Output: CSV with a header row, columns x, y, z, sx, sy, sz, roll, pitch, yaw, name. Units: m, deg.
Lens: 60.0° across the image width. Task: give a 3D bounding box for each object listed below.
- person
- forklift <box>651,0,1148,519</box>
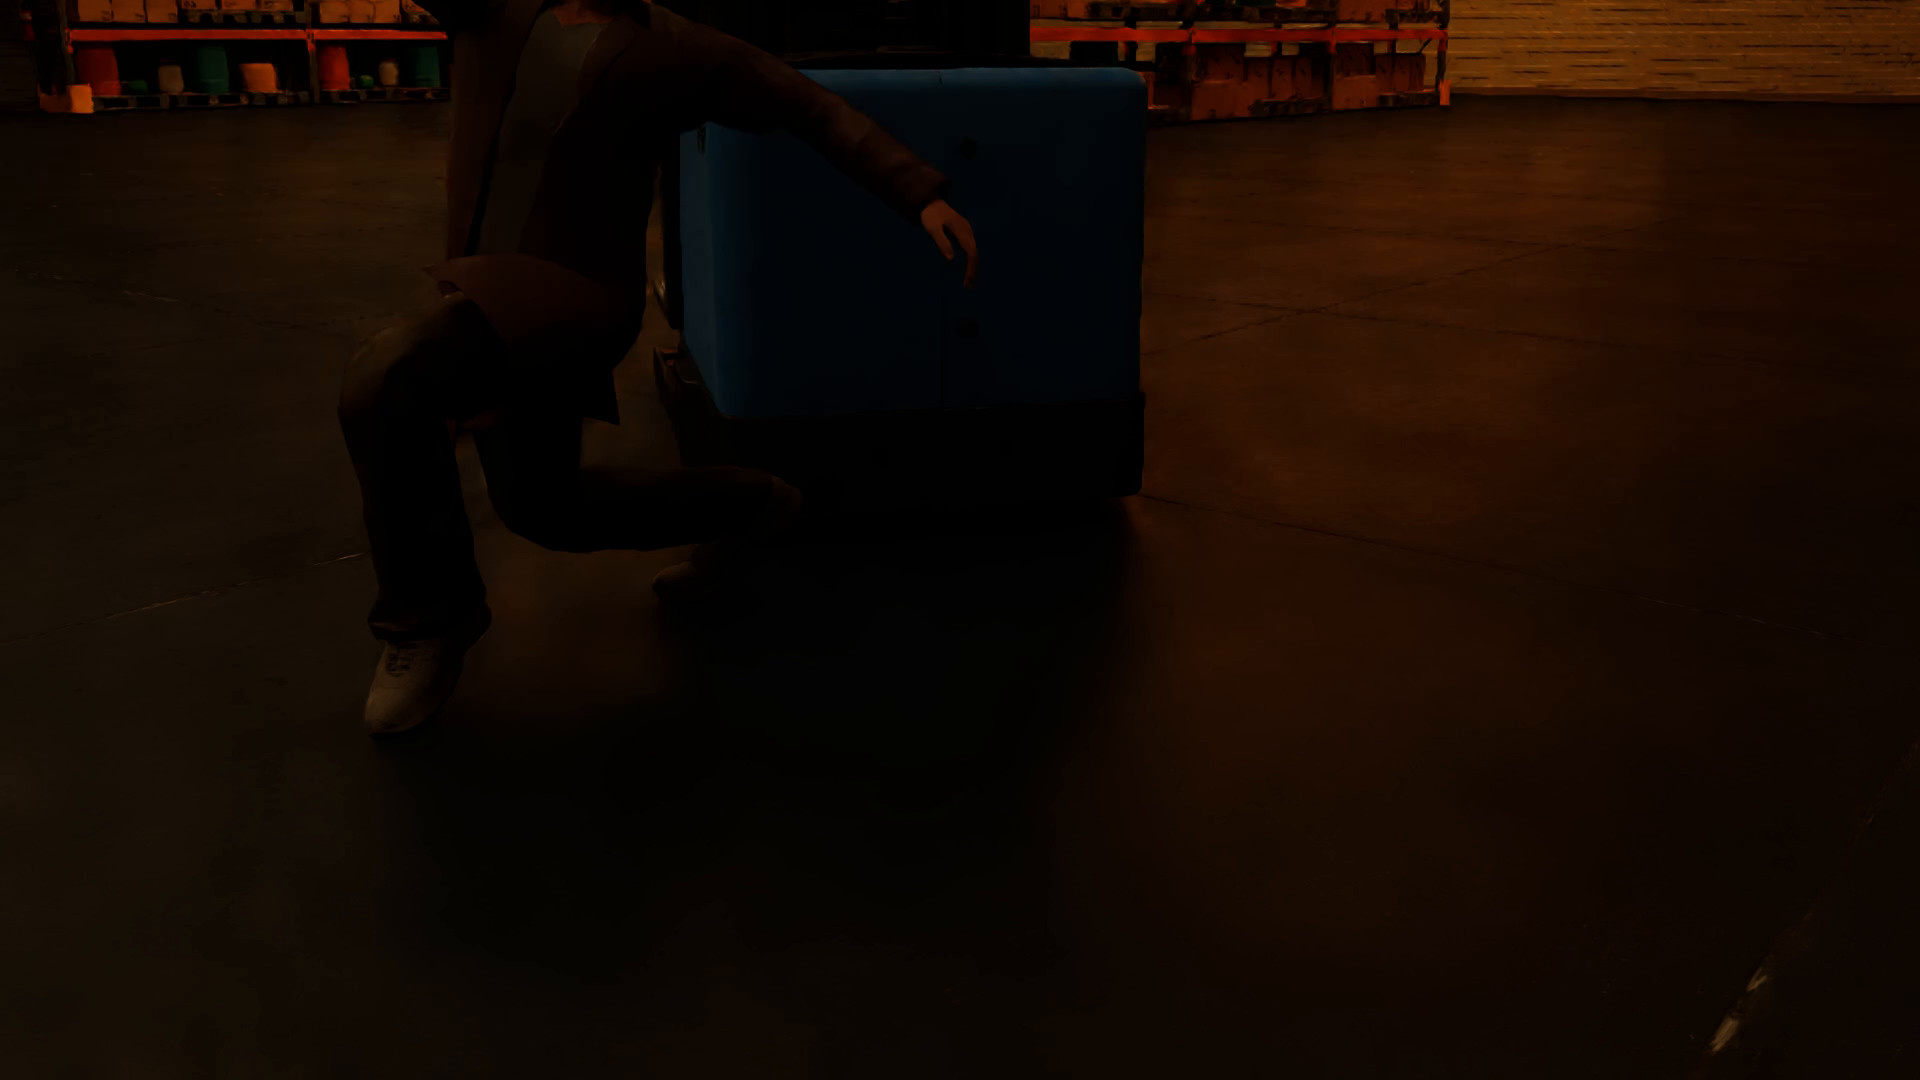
x,y,z,sx,sy,sz,roll,pitch,yaw,name
-0.567,-0.465,2.957,0.958,1.475,1.053,9,19,28,person
-0.393,-1.834,4.939,1.130,2.935,3.031,-4,17,-13,forklift
